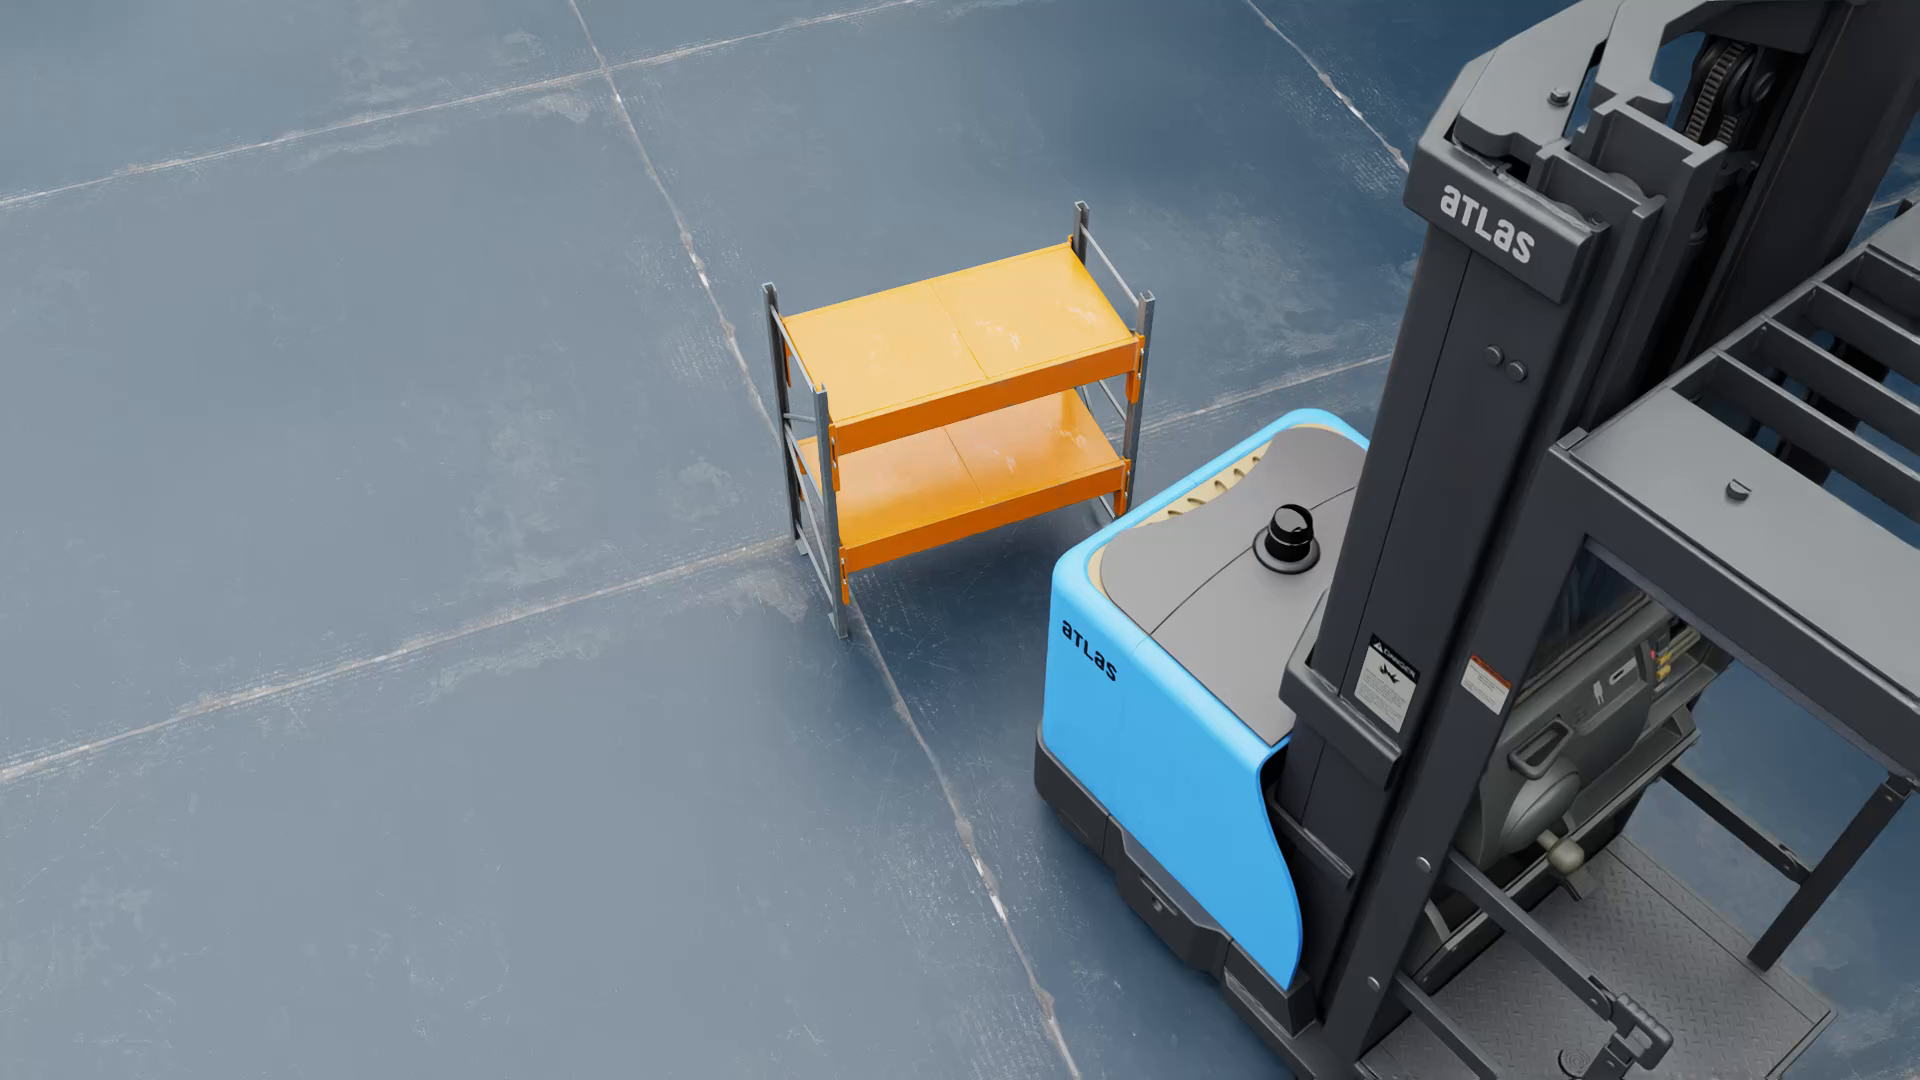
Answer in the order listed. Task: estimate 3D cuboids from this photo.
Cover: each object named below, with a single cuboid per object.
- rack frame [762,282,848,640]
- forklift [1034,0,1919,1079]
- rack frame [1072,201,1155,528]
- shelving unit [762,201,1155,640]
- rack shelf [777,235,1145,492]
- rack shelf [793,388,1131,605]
[{"bbox_3d":[-0.477,-0.219,5.196,0.032,1.125,0.500,-17,52,-14],"label":"rack frame"},{"bbox_3d":[1.531,0.452,3.429,1.130,2.935,3.031,-31,56,-24],"label":"forklift"},{"bbox_3d":[0.464,-0.510,5.447,0.032,1.125,0.500,-17,52,-14],"label":"rack frame"},{"bbox_3d":[-0.006,-0.365,5.322,1.048,1.125,0.538,-17,52,-14],"label":"shelving unit"},{"bbox_3d":[-0.006,-0.555,5.100,1.000,0.278,0.538,-17,52,-14],"label":"rack shelf"},{"bbox_3d":[-0.006,-0.205,5.507,1.000,0.278,0.538,-17,52,-14],"label":"rack shelf"}]
